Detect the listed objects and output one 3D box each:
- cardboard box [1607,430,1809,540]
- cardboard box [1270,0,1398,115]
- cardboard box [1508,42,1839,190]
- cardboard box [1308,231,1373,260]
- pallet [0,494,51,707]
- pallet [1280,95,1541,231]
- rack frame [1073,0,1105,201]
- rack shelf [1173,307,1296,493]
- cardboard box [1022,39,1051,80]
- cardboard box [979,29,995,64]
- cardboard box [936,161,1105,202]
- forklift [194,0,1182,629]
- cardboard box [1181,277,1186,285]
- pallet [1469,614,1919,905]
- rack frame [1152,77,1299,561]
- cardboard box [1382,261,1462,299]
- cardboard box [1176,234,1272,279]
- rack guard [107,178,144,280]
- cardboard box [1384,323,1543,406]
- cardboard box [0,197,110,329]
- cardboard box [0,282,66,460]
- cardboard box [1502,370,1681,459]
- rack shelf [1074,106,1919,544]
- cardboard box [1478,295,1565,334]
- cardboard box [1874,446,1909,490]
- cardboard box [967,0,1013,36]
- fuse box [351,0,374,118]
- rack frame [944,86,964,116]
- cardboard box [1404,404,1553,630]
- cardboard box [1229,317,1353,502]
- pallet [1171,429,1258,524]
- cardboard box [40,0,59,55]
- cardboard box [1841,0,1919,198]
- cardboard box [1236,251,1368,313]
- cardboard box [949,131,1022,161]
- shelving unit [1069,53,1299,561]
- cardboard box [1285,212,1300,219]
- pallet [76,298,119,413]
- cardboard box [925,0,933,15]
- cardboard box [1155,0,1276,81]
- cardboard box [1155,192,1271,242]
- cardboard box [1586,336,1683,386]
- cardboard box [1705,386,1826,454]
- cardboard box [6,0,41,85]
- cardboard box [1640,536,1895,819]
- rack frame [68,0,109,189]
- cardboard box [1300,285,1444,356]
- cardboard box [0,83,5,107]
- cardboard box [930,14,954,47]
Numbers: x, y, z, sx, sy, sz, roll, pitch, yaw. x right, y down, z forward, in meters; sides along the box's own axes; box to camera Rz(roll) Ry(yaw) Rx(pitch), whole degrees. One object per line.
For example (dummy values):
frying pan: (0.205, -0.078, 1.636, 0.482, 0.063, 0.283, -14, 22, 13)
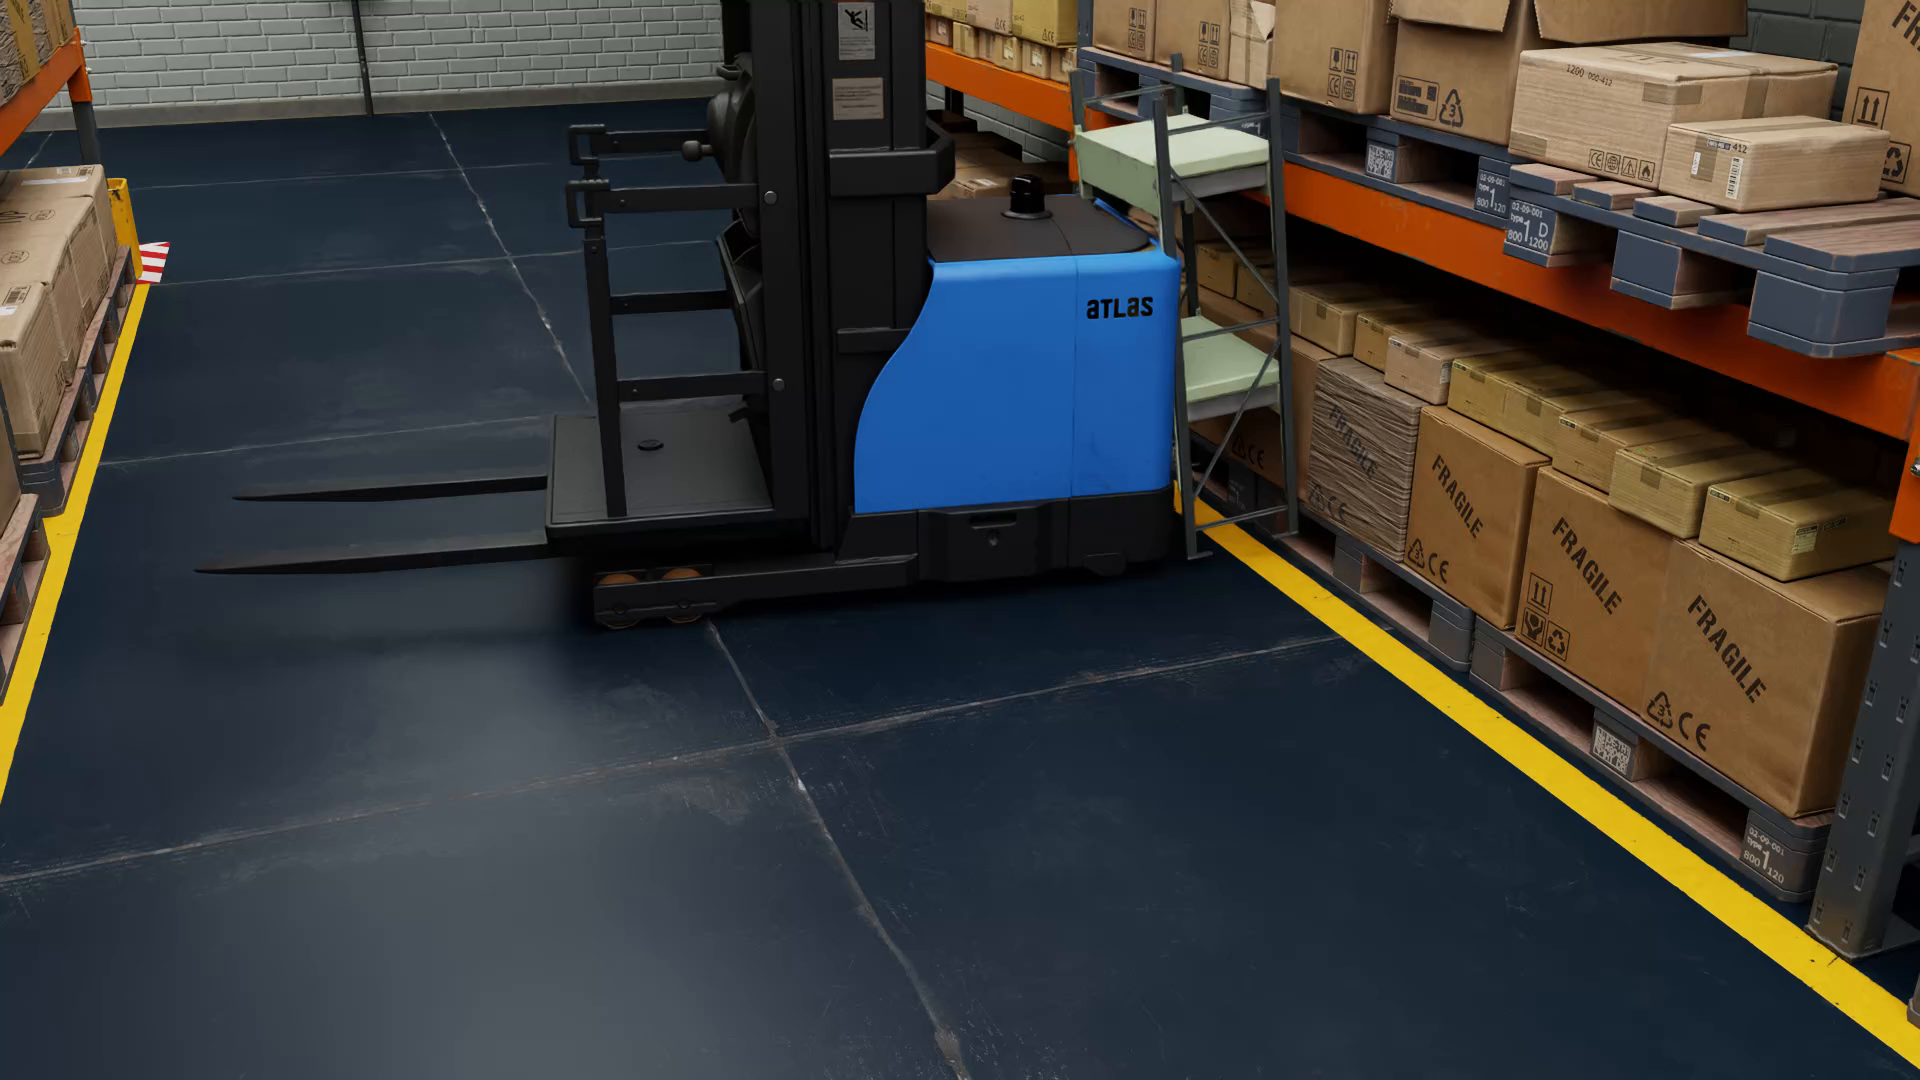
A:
cardboard box: (1.825, -0.140, 4.062, 0.380, 0.149, 0.250, -10, 25, -22)
cardboard box: (1.370, -1.573, 4.950, 0.700, 0.500, 0.500, -8, 24, -19)
cardboard box: (1.686, -1.023, 3.967, 0.500, 0.250, 0.500, -10, 25, -21)
cardboard box: (1.540, -1.077, 6.286, 0.380, 0.149, 0.250, -8, 24, -18)
pallet: (-3.351, 0.225, 4.945, 1.003, 0.211, 1.213, -8, 24, -19)
pallet: (1.670, -1.177, 4.928, 1.003, 0.211, 1.213, -8, 24, -19)
rack frame: (0.948, -2.013, 6.664, 1.000, 3.000, 0.127, -8, 24, -19)
rack shelf: (0.788, -0.495, 5.686, 0.431, 0.370, 0.720, -13, 24, -12)
cardboard box: (0.487, -2.070, 7.122, 0.380, 0.149, 0.250, -8, 24, -18)
cardboard box: (0.305, -2.260, 7.574, 0.380, 0.149, 0.250, -8, 24, -18)
cardboard box: (0.295, -1.580, 8.313, 0.700, 0.500, 0.500, -9, 25, -21)
forklift: (-0.873, -1.302, 5.066, 3.031, 2.935, 1.130, -5, 23, -11)
cardboard box: (0.909, -0.848, 6.577, 0.500, 0.500, 0.500, -7, 24, -17)
pallet: (2.133, 0.449, 4.413, 1.003, 0.211, 1.213, -8, 24, -19)
rack frame: (0.849, -0.658, 5.228, 0.400, 1.500, 0.023, -13, 24, -12)
cardboard box: (1.702, -0.880, 5.819, 0.380, 0.149, 0.250, -8, 24, -18)
cardboard box: (0.996, -1.097, 6.332, 0.380, 0.149, 0.250, -9, 24, -20)
rack guard: (-5.116, -1.641, 8.999, 1.175, 0.500, 0.348, -8, 24, -19)
cardboard box: (1.508, -0.530, 4.989, 0.380, 0.149, 0.250, -10, 25, -22)
cardboard box: (-4.449, -1.239, 7.586, 0.875, 0.438, 0.875, -8, 24, -18)
cardboard box: (-3.815, -0.586, 6.037, 0.875, 0.438, 0.875, -9, 24, -20)
cardboard box: (1.722, -0.344, 4.545, 0.380, 0.149, 0.250, -8, 24, -17)
rack shelf: (1.655, -0.955, 5.079, 1.077, 0.370, 4.000, -8, 24, -19)
cardboard box: (1.906, -0.699, 5.388, 0.380, 0.149, 0.250, -9, 25, -21)
cardboard box: (2.469, -0.132, 4.044, 0.380, 0.149, 0.250, -7, 24, -16)
cardboard box: (0.349, -2.412, 7.422, 0.500, 0.250, 0.500, -8, 24, -19)
fuse box: (-5.104, -4.471, 14.155, 0.539, 1.711, 0.414, -8, 24, -19)
rack frame: (-0.465, -3.466, 10.112, 1.000, 3.000, 0.127, -8, 24, -19)
cardboard box: (1.657, -0.098, 4.799, 0.500, 0.500, 0.500, -7, 24, -17)
cardboard box: (1.278, -0.474, 5.690, 0.500, 0.500, 0.500, -9, 25, -21)
pallet: (1.271, -0.437, 6.516, 1.003, 0.211, 1.213, -8, 24, -19)
cardboard box: (-4.526, -2.507, 7.706, 0.500, 0.500, 0.500, -9, 24, -20)
cardboard box: (2.326, -1.008, 3.609, 0.500, 0.500, 0.500, -7, 24, -17)
cardboard box: (1.207, -0.907, 5.883, 0.380, 0.149, 0.250, -9, 24, -20)
cardboard box: (-0.072, -1.957, 9.208, 0.700, 0.500, 0.500, -7, 24, -17)
shelving unit: (0.748, -0.790, 5.554, 0.431, 1.500, 0.755, -13, 24, -12)
cardboard box: (1.348, -1.259, 6.718, 0.380, 0.149, 0.250, -9, 25, -21)
pallet: (-4.324, -0.776, 7.321, 1.003, 0.211, 1.213, -8, 24, -19)
cardboard box: (0.005, -2.783, 8.300, 0.500, 0.250, 0.500, -9, 24, -20)
cardboard box: (1.093, -1.858, 5.626, 0.700, 0.500, 0.500, -8, 24, -18)
cardboard box: (0.963, -1.236, 6.280, 0.380, 0.149, 0.250, -10, 25, -22)
cardboard box: (2.090, -0.512, 4.944, 0.380, 0.149, 0.250, -9, 24, -20)
cardboard box: (2.237, -0.312, 4.470, 0.380, 0.149, 0.250, -8, 24, -18)
cardboard box: (-4.140, -2.135, 6.825, 0.500, 0.500, 0.500, -8, 24, -17)
cardboard box: (2.011, 0.275, 3.914, 0.500, 0.500, 0.500, -8, 24, -17)
rack frame: (-5.107, -2.784, 8.493, 1.000, 3.000, 0.127, -8, 24, -19)
cardboard box: (1.346, -0.721, 5.440, 0.380, 0.149, 0.250, -7, 24, -17)
cardboard box: (-3.789, -1.766, 5.950, 0.500, 0.500, 0.500, -8, 24, -19)
cardboard box: (0.071, -2.541, 8.241, 0.380, 0.149, 0.250, -8, 24, -19)
